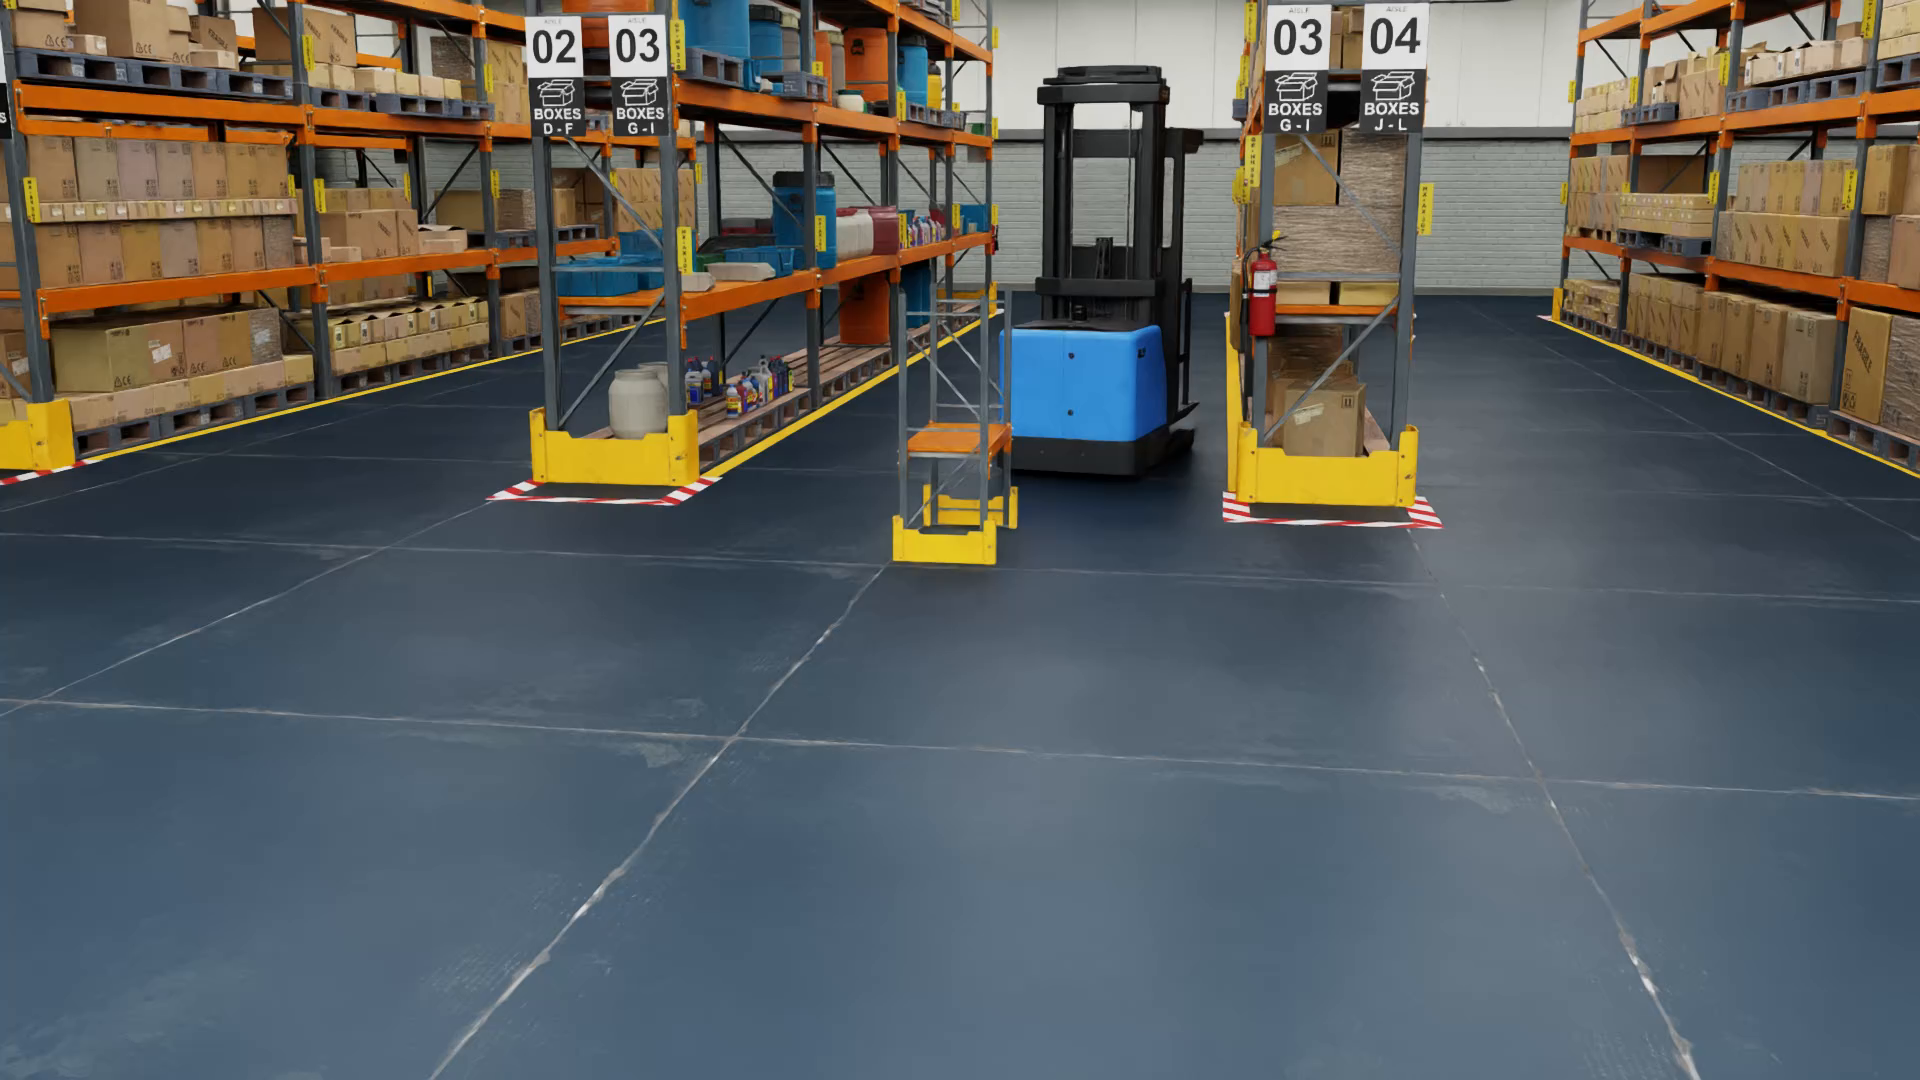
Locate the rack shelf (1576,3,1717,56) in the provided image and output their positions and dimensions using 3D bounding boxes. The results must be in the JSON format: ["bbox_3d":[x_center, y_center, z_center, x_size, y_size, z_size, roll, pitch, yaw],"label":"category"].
[{"bbox_3d":[9.487,-7.034,22.989,1.077,0.370,4.000,2,12,9],"label":"rack shelf"}]

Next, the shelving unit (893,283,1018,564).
[{"bbox_3d":[-0.012,-0.717,9.762,0.587,1.500,1.083,2,12,9],"label":"shelving unit"}]

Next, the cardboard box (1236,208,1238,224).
[{"bbox_3d":[4.569,-5.034,25.882,0.500,0.250,0.500,2,12,7],"label":"cardboard box"}]

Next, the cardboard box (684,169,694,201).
[{"bbox_3d":[-4.675,-5.811,27.226,0.500,0.500,0.500,2,12,8],"label":"cardboard box"}]

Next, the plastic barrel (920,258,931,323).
[{"bbox_3d":[-0.700,-3.448,22.855,0.600,0.901,0.708,2,12,9],"label":"plastic barrel"}]

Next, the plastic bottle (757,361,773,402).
[{"bbox_3d":[-1.724,-1.385,14.544,0.144,0.351,0.185,2,12,8],"label":"plastic bottle"}]

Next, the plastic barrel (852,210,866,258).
[{"bbox_3d":[-1.227,-3.294,17.893,0.421,0.512,0.421,0,12,0],"label":"plastic barrel"}]

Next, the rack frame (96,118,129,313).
[{"bbox_3d":[-11.004,-3.869,20.827,1.000,3.000,0.127,2,12,9],"label":"rack frame"}]

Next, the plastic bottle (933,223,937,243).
[{"bbox_3d":[-0.397,-4.152,22.432,0.152,0.276,0.135,2,12,9],"label":"plastic bottle"}]

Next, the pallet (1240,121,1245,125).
[{"bbox_3d":[3.895,-5.130,20.007,1.003,0.211,1.213,2,12,11],"label":"pallet"}]

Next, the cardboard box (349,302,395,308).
[{"bbox_3d":[-6.633,-2.530,18.810,0.500,0.311,0.500,2,12,7],"label":"cardboard box"}]

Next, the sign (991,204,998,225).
[{"bbox_3d":[0.561,-5.279,26.981,0.100,0.325,0.005,2,12,9],"label":"sign"}]

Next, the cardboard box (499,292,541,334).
[{"bbox_3d":[-5.681,-2.897,21.206,0.500,0.500,0.500,1,12,7],"label":"cardboard box"}]

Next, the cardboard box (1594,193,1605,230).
[{"bbox_3d":[9.134,-4.554,23.063,0.500,0.500,0.500,2,12,8],"label":"cardboard box"}]

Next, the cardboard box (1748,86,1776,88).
[{"bbox_3d":[8.355,-4.739,17.107,0.380,0.149,0.250,1,12,6],"label":"cardboard box"}]

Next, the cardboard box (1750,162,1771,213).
[{"bbox_3d":[8.409,-3.545,16.713,0.700,0.500,0.500,2,12,8],"label":"cardboard box"}]

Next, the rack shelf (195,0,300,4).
[{"bbox_3d":[-7.032,-4.846,13.776,1.077,0.370,4.000,2,12,9],"label":"rack shelf"}]

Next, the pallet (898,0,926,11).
[{"bbox_3d":[-1.074,-6.342,19.460,1.213,0.211,1.003,2,12,9],"label":"pallet"}]

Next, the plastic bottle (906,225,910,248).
[{"bbox_3d":[-0.657,-3.742,20.512,0.061,0.283,0.133,2,12,9],"label":"plastic bottle"}]

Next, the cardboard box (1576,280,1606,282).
[{"bbox_3d":[9.455,-3.814,24.931,0.380,0.149,0.250,2,12,10],"label":"cardboard box"}]

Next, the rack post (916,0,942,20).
[{"bbox_3d":[-0.785,-6.644,20.648,0.937,0.300,0.954,3,13,15],"label":"rack post"}]

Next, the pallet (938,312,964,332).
[{"bbox_3d":[-0.525,-3.172,24.211,1.003,0.211,1.213,2,12,9],"label":"pallet"}]

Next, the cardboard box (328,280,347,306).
[{"bbox_3d":[-10.092,-3.942,26.102,0.700,0.500,0.500,2,12,8],"label":"cardboard box"}]

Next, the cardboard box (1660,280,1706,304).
[{"bbox_3d":[8.571,-2.918,19.568,0.500,0.250,0.500,2,12,10],"label":"cardboard box"}]

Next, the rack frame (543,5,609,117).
[{"bbox_3d":[-5.494,-7.475,23.318,1.000,3.000,0.127,2,12,9],"label":"rack frame"}]

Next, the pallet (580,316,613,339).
[{"bbox_3d":[-5.581,-3.008,23.452,1.003,0.211,1.213,2,12,9],"label":"pallet"}]

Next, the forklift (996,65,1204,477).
[{"bbox_3d":[1.252,-2.151,13.016,1.130,2.935,3.031,4,13,20],"label":"forklift"}]

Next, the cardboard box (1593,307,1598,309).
[{"bbox_3d":[9.169,-3.211,23.541,0.380,0.149,0.250,2,12,10],"label":"cardboard box"}]

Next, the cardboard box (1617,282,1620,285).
[{"bbox_3d":[9.852,-3.695,24.377,0.380,0.149,0.250,1,12,6],"label":"cardboard box"}]

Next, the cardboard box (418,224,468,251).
[{"bbox_3d":[-6.208,-3.592,19.751,0.500,0.311,0.500,3,12,12],"label":"cardboard box"}]

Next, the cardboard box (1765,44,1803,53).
[{"bbox_3d":[8.978,-5.278,18.190,0.396,0.266,0.258,2,12,9],"label":"cardboard box"}]

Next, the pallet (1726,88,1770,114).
[{"bbox_3d":[8.518,-4.444,16.824,1.213,0.211,1.003,2,12,11],"label":"pallet"}]

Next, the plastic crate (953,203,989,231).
[{"bbox_3d":[0.148,-5.184,26.703,0.616,0.435,0.499,2,12,9],"label":"plastic crate"}]

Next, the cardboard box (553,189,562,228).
[{"bbox_3d":[-5.704,-4.427,22.179,0.700,0.500,0.500,-1,12,-6],"label":"cardboard box"}]

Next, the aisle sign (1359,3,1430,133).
[{"bbox_3d":[2.736,-2.971,10.487,0.394,0.787,0.004,2,12,9],"label":"aisle sign"}]

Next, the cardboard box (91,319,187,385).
[{"bbox_3d":[-6.898,-1.585,13.978,0.500,0.500,0.500,2,12,9],"label":"cardboard box"}]

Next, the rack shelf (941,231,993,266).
[{"bbox_3d":[-0.292,-4.446,25.209,1.077,0.370,4.000,2,12,9],"label":"rack shelf"}]

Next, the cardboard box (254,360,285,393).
[{"bbox_3d":[-6.666,-1.531,15.505,0.500,0.250,0.500,2,12,9],"label":"cardboard box"}]

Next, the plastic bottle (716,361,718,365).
[{"bbox_3d":[-2.230,-1.479,15.140,0.061,0.283,0.133,2,12,9],"label":"plastic bottle"}]

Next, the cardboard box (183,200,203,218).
[{"bbox_3d":[-6.789,-2.860,14.365,0.380,0.149,0.250,2,12,11],"label":"cardboard box"}]

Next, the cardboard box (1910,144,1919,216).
[{"bbox_3d":[7.670,-2.673,12.355,0.875,0.550,0.550,2,12,9],"label":"cardboard box"}]

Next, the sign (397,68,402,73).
[{"bbox_3d":[-6.645,-5.447,19.799,0.100,0.325,0.005,2,12,9],"label":"sign"}]

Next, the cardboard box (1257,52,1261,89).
[{"bbox_3d":[2.505,-3.539,12.532,0.500,0.250,0.500,2,12,8],"label":"cardboard box"}]

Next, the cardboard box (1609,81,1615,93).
[{"bbox_3d":[9.131,-6.215,22.815,0.380,0.149,0.250,2,12,8],"label":"cardboard box"}]

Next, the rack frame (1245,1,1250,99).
[{"bbox_3d":[4.294,-7.153,21.825,1.000,3.000,0.127,2,12,9],"label":"rack frame"}]

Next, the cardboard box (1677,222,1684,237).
[{"bbox_3d":[8.226,-3.458,18.517,0.380,0.149,0.250,2,12,8],"label":"cardboard box"}]

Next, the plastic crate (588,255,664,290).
[{"bbox_3d":[-2.559,-2.059,12.781,0.499,0.251,0.408,2,12,9],"label":"plastic crate"}]

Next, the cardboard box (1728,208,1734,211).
[{"bbox_3d":[8.953,-3.693,18.901,0.380,0.149,0.250,2,12,9],"label":"cardboard box"}]

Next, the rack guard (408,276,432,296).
[{"bbox_3d":[-9.770,-4.318,28.841,1.175,0.500,0.348,2,12,9],"label":"rack guard"}]

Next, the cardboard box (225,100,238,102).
[{"bbox_3d":[-10.633,-6.253,23.484,0.700,0.500,0.500,1,12,6],"label":"cardboard box"}]

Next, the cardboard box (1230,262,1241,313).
[{"bbox_3d":[4.079,-3.067,21.152,1.225,0.875,0.875,1,12,7],"label":"cardboard box"}]

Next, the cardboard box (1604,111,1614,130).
[{"bbox_3d":[9.154,-5.752,22.799,0.500,0.250,0.500,2,12,8],"label":"cardboard box"}]

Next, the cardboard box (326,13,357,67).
[{"bbox_3d":[-6.525,-5.088,16.942,0.500,0.500,0.500,3,13,14],"label":"cardboard box"}]

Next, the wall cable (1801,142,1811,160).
[{"bbox_3d":[15.546,-6.418,30.170,0.585,1.953,0.123,2,12,9],"label":"wall cable"}]
